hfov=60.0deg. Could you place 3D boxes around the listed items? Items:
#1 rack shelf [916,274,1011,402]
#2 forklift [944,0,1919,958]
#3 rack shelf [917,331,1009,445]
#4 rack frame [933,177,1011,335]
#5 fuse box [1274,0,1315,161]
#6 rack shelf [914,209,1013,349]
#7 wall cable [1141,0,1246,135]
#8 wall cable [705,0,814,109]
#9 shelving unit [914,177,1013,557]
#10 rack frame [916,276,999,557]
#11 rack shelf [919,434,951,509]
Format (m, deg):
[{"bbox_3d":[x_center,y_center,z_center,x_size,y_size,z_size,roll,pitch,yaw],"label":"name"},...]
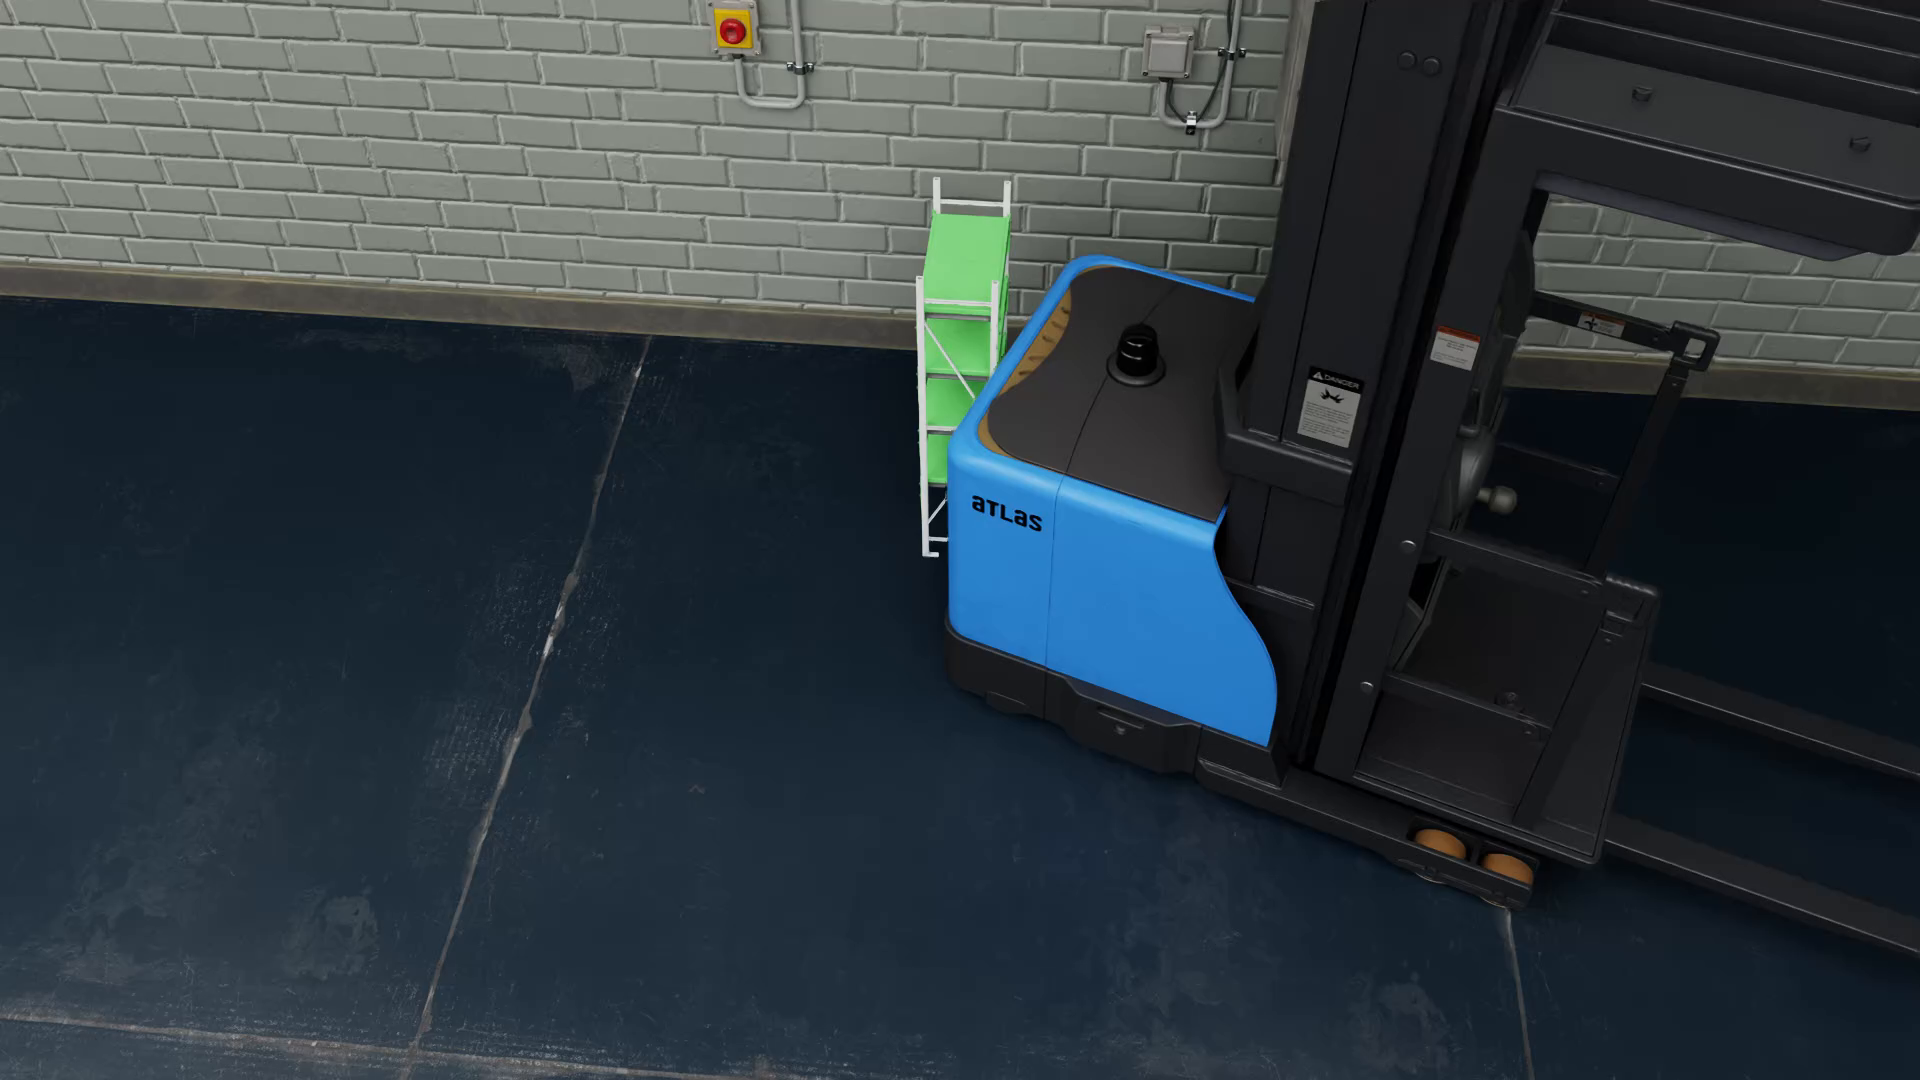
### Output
[{"bbox_3d":[0.015,-0.645,5.289,0.258,0.148,0.480,4,48,4],"label":"rack shelf"},{"bbox_3d":[1.510,-0.384,4.115,3.031,2.935,1.130,19,50,17],"label":"forklift"},{"bbox_3d":[0.015,-0.483,5.466,0.258,0.148,0.480,4,48,4],"label":"rack shelf"},{"bbox_3d":[0.037,-0.706,5.583,0.240,1.200,0.015,4,48,4],"label":"rack frame"},{"bbox_3d":[1.294,-1.078,5.576,0.539,1.711,0.414,4,48,4],"label":"fuse box"},{"bbox_3d":[0.015,-0.807,5.111,0.258,0.148,0.480,4,48,4],"label":"rack shelf"},{"bbox_3d":[0.629,-2.017,4.873,0.588,1.984,0.122,4,48,4],"label":"wall cable"},{"bbox_3d":[-0.784,-2.114,4.941,0.585,1.953,0.123,4,48,4],"label":"wall cable"},{"bbox_3d":[0.015,-0.527,5.419,0.258,1.200,0.503,4,48,4],"label":"shelving unit"},{"bbox_3d":[-0.007,-0.347,5.255,0.240,1.200,0.015,4,48,4],"label":"rack frame"},{"bbox_3d":[0.015,-0.322,5.643,0.258,0.148,0.480,4,48,4],"label":"rack shelf"}]
